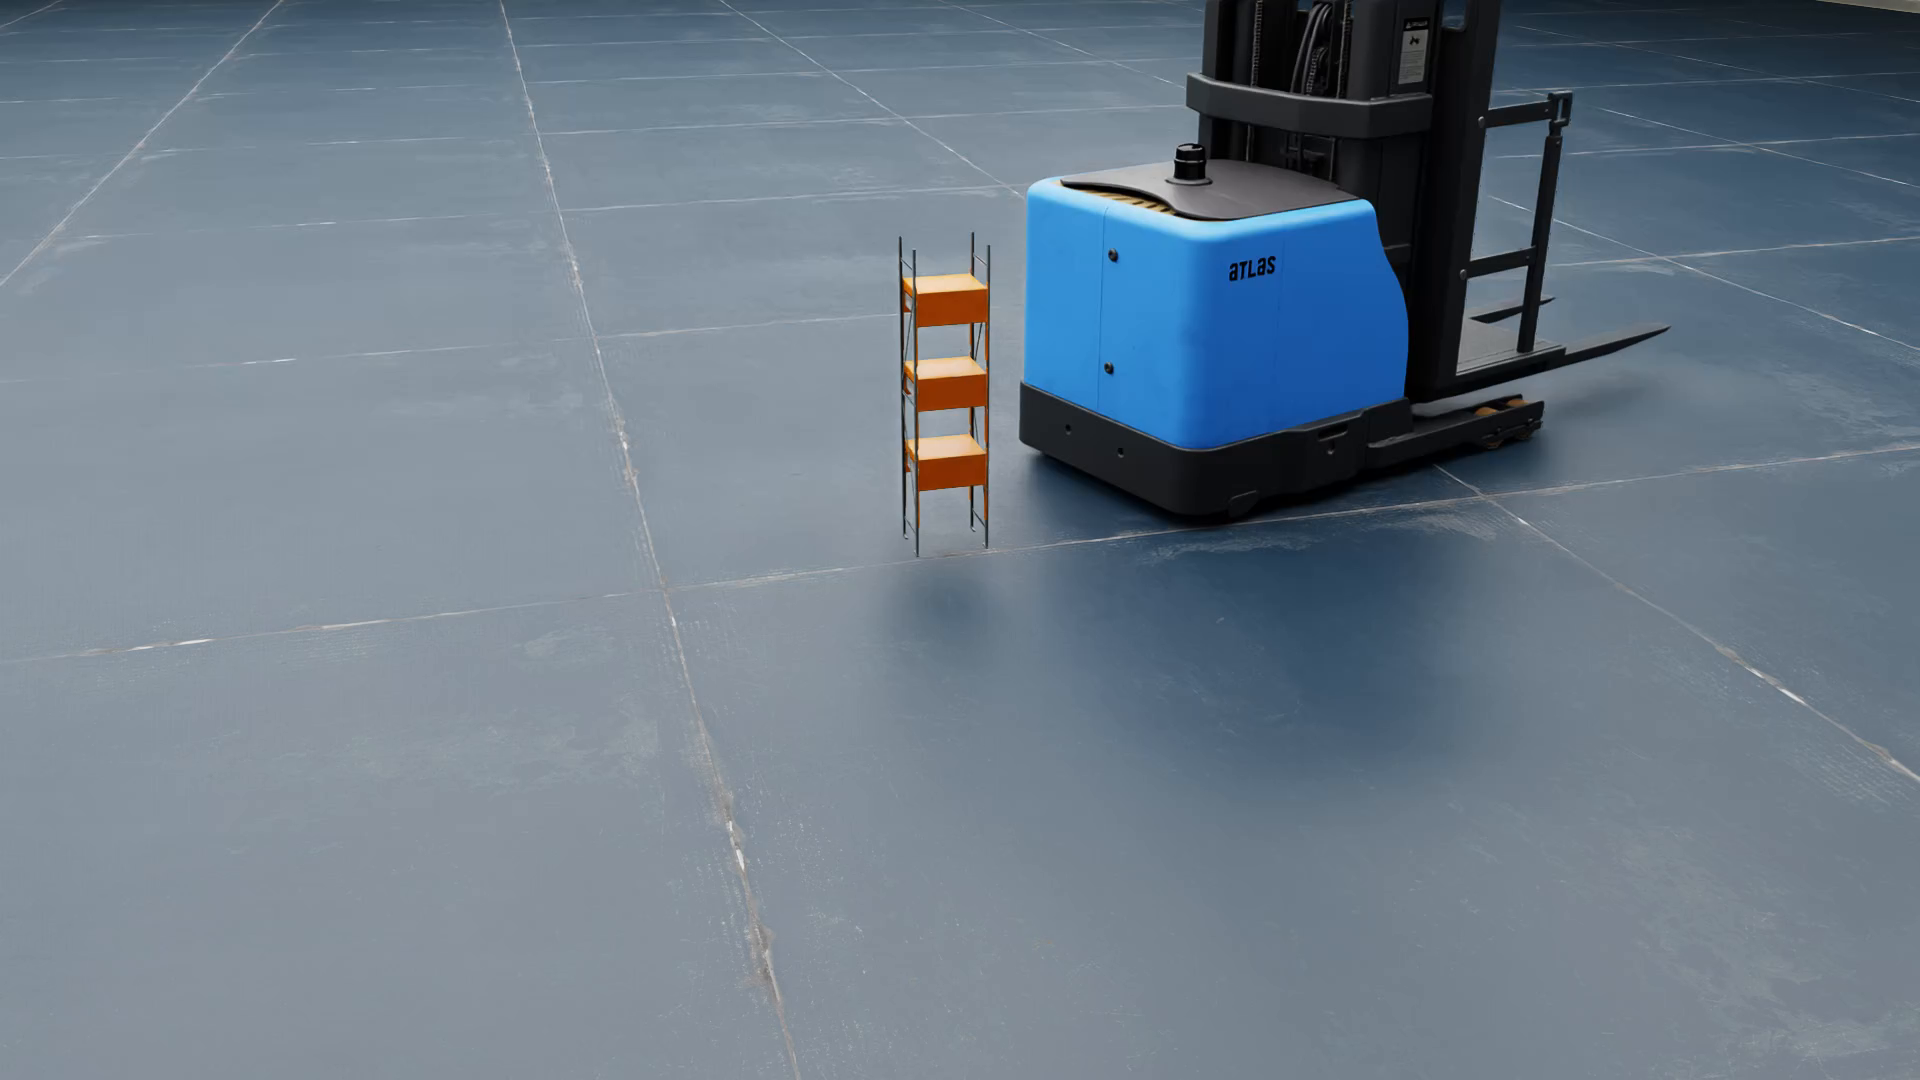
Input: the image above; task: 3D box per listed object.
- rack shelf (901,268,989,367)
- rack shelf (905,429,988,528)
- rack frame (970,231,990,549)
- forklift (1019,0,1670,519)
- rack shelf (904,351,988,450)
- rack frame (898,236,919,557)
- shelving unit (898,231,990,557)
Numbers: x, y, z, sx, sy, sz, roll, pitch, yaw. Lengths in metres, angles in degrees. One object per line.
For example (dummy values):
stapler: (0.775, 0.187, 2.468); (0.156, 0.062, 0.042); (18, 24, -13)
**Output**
rack shelf: (-0.052, -0.728, 5.422); (0.240, 0.259, 0.215); (-6, 24, -14)
rack shelf: (-0.052, -0.212, 5.643); (0.240, 0.259, 0.215); (-6, 24, -14)
rack frame: (0.066, -0.490, 5.560); (0.008, 1.050, 0.200); (-6, 24, -14)
forklift: (1.731, -1.859, 6.366); (3.031, 2.935, 1.130); (-15, 28, -32)
rack shelf: (-0.052, -0.467, 5.534); (0.240, 0.259, 0.215); (-6, 24, -14)
rack frame: (-0.169, -0.464, 5.499); (0.008, 1.050, 0.200); (-6, 24, -14)
shelving unit: (-0.052, -0.477, 5.530); (0.252, 1.050, 0.215); (-6, 24, -14)
